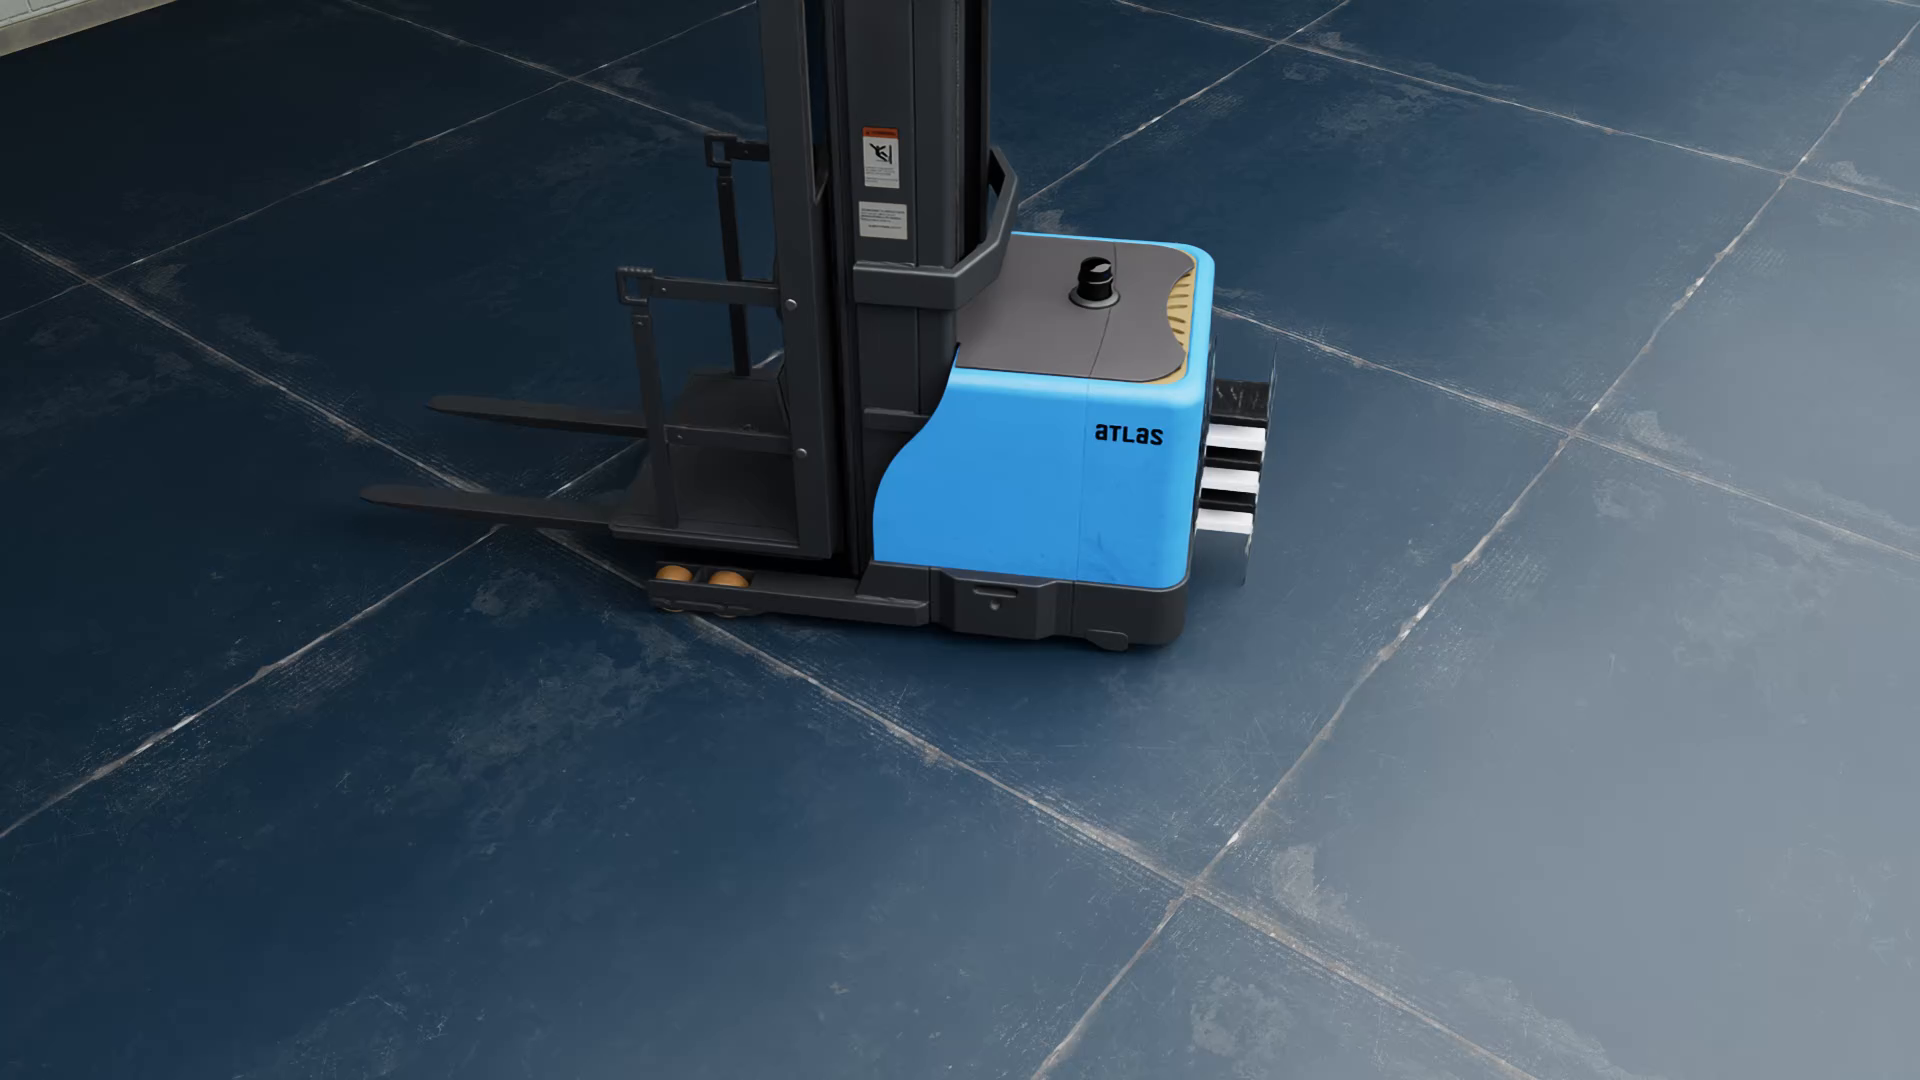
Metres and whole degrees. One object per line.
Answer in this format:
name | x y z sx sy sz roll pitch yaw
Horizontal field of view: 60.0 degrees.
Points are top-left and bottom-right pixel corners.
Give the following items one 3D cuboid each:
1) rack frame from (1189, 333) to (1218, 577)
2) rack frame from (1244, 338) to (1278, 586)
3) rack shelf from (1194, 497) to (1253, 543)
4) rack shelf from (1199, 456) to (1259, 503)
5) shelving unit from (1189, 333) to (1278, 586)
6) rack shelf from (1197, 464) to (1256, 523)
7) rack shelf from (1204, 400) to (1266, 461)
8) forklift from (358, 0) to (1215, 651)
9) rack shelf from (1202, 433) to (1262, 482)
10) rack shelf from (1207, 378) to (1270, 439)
rack frame | 0.856 -0.283 5.877 0.006 0.900 0.240 6 38 7
rack frame | 1.057 -0.261 5.853 0.006 0.900 0.240 6 38 7
rack shelf | 0.954 -0.104 5.997 0.200 0.077 0.258 6 38 7
rack shelf | 0.956 -0.246 5.886 0.200 0.077 0.258 6 38 7
shelving unit | 0.957 -0.272 5.865 0.210 0.900 0.258 6 38 7
rack shelf | 0.955 -0.175 5.942 0.200 0.077 0.258 6 38 7
rack shelf | 0.958 -0.387 5.775 0.200 0.077 0.258 6 38 7
forklift | -0.660 -1.194 5.398 3.031 2.935 1.130 6 38 7
rack shelf | 0.957 -0.316 5.830 0.200 0.077 0.258 6 38 7
rack shelf | 0.959 -0.458 5.719 0.200 0.077 0.258 6 38 7
